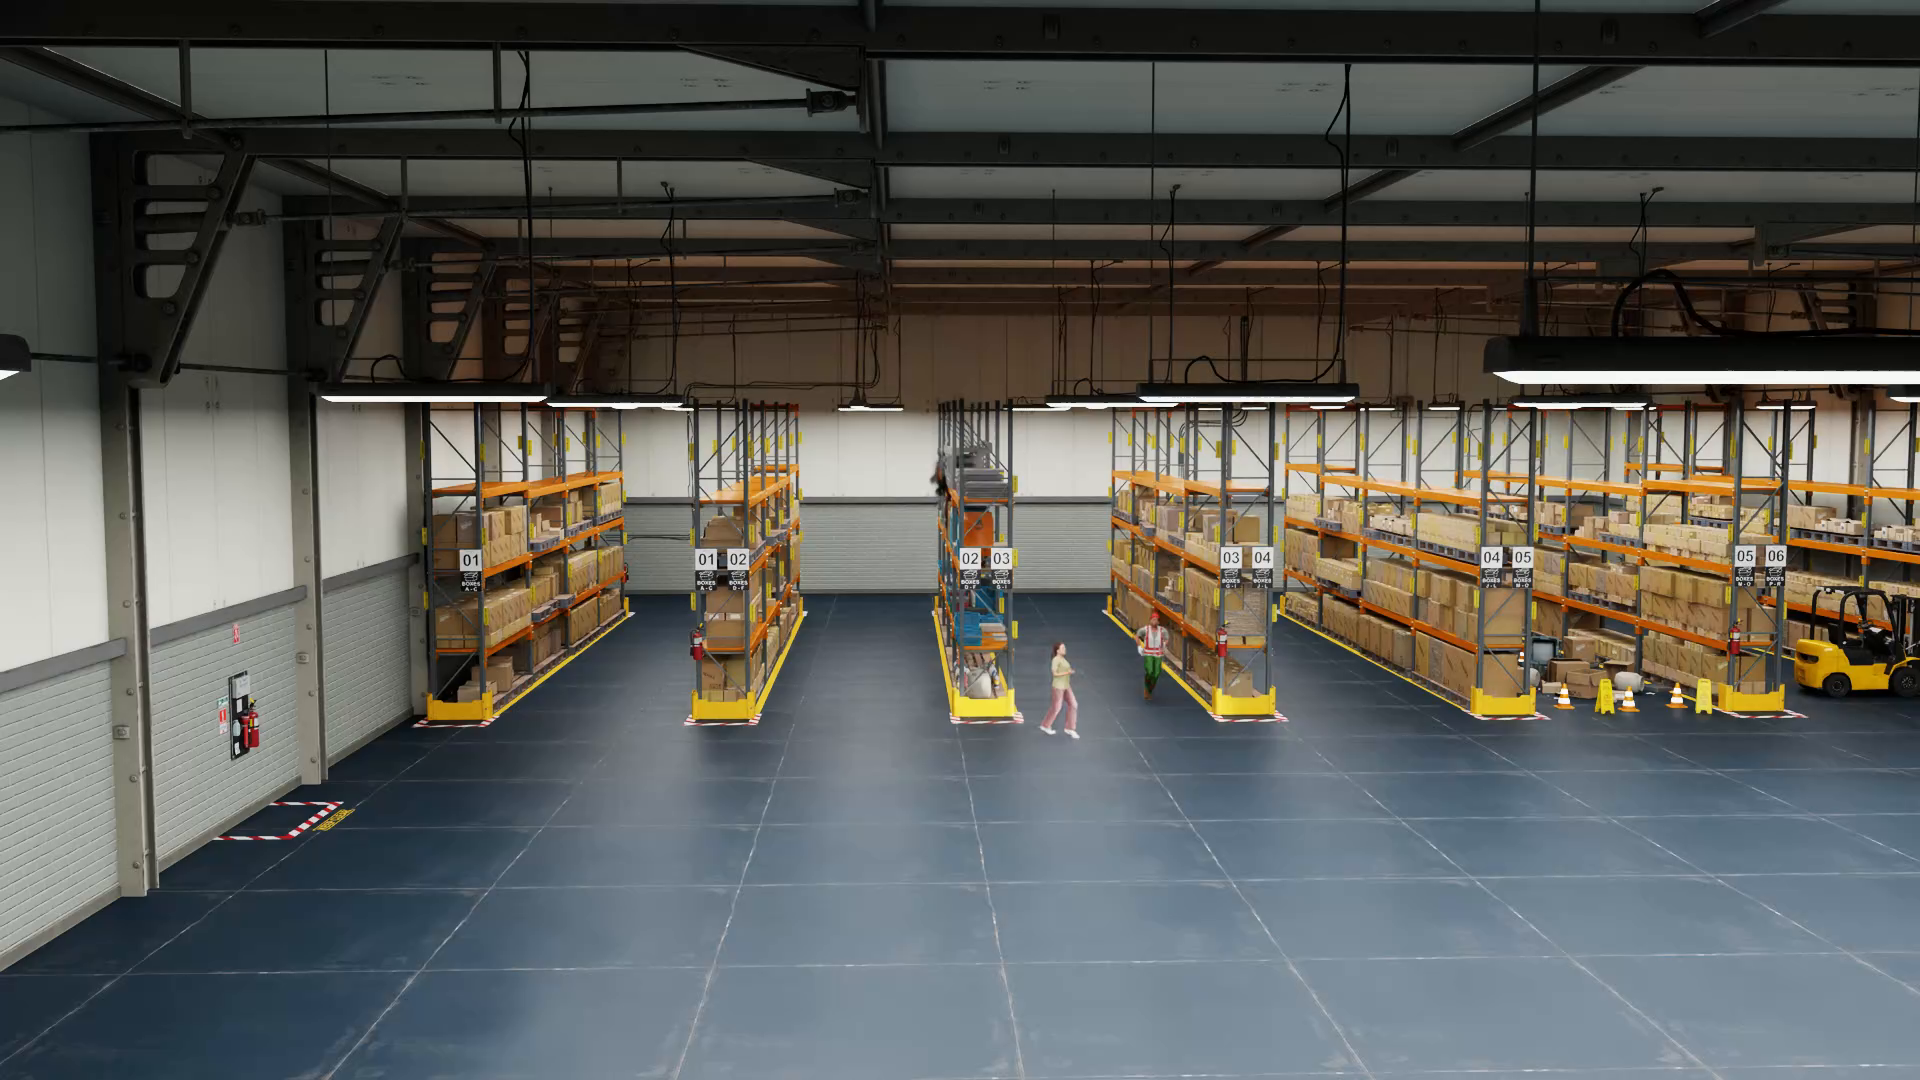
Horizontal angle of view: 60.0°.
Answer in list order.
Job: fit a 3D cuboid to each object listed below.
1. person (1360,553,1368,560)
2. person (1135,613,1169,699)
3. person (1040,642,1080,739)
[{"bbox_3d":[11.550,1.276,47.463,0.695,1.776,0.705,-2,5,-28],"label":"person"},{"bbox_3d":[3.857,2.313,33.136,0.650,1.729,0.686,-1,4,-7],"label":"person"},{"bbox_3d":[1.761,2.647,29.383,0.721,1.714,0.562,3,5,31],"label":"person"}]
